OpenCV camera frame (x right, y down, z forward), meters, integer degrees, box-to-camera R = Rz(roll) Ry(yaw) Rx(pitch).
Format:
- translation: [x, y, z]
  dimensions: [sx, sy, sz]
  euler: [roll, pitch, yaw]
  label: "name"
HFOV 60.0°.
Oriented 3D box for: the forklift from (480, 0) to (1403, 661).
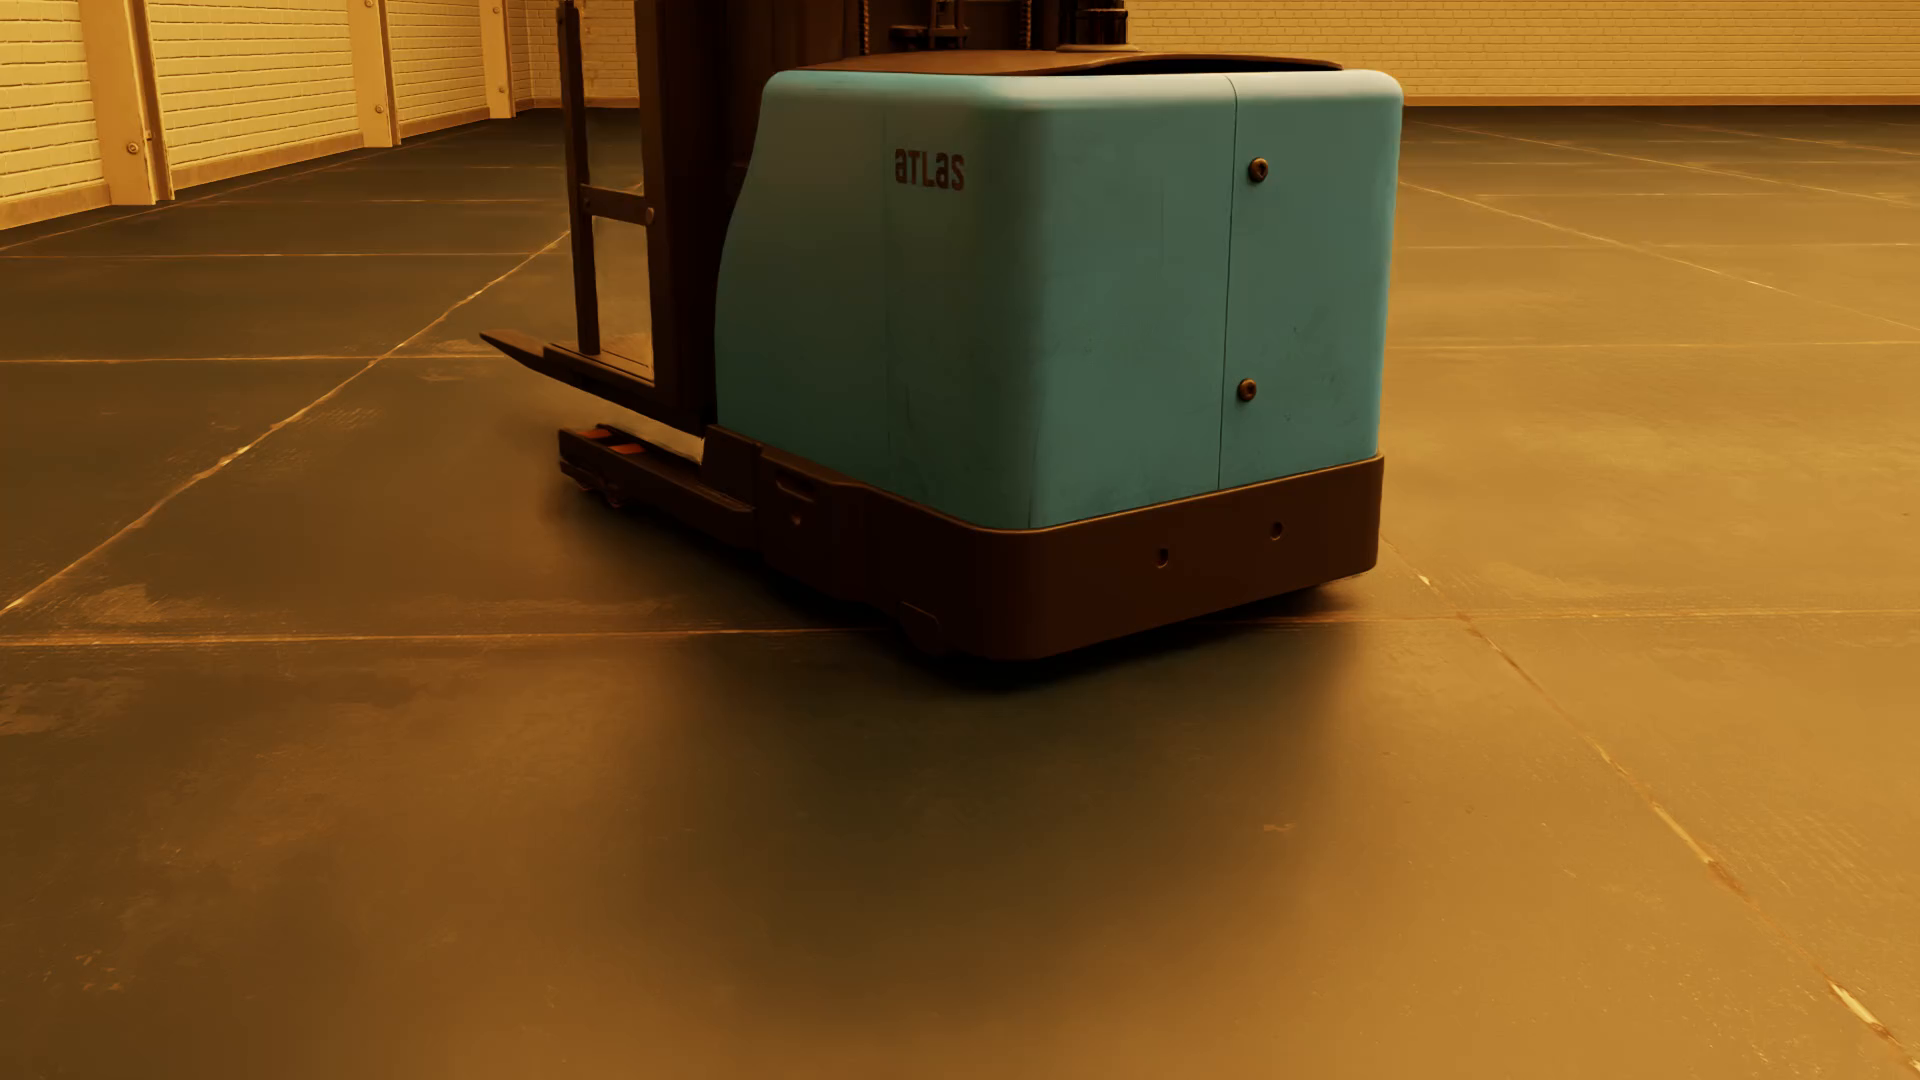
- translation: [-0.387, -1.553, 3.985]
  dimensions: [1.130, 2.935, 3.031]
  euler: [-12, 21, -34]
  label: "forklift"
